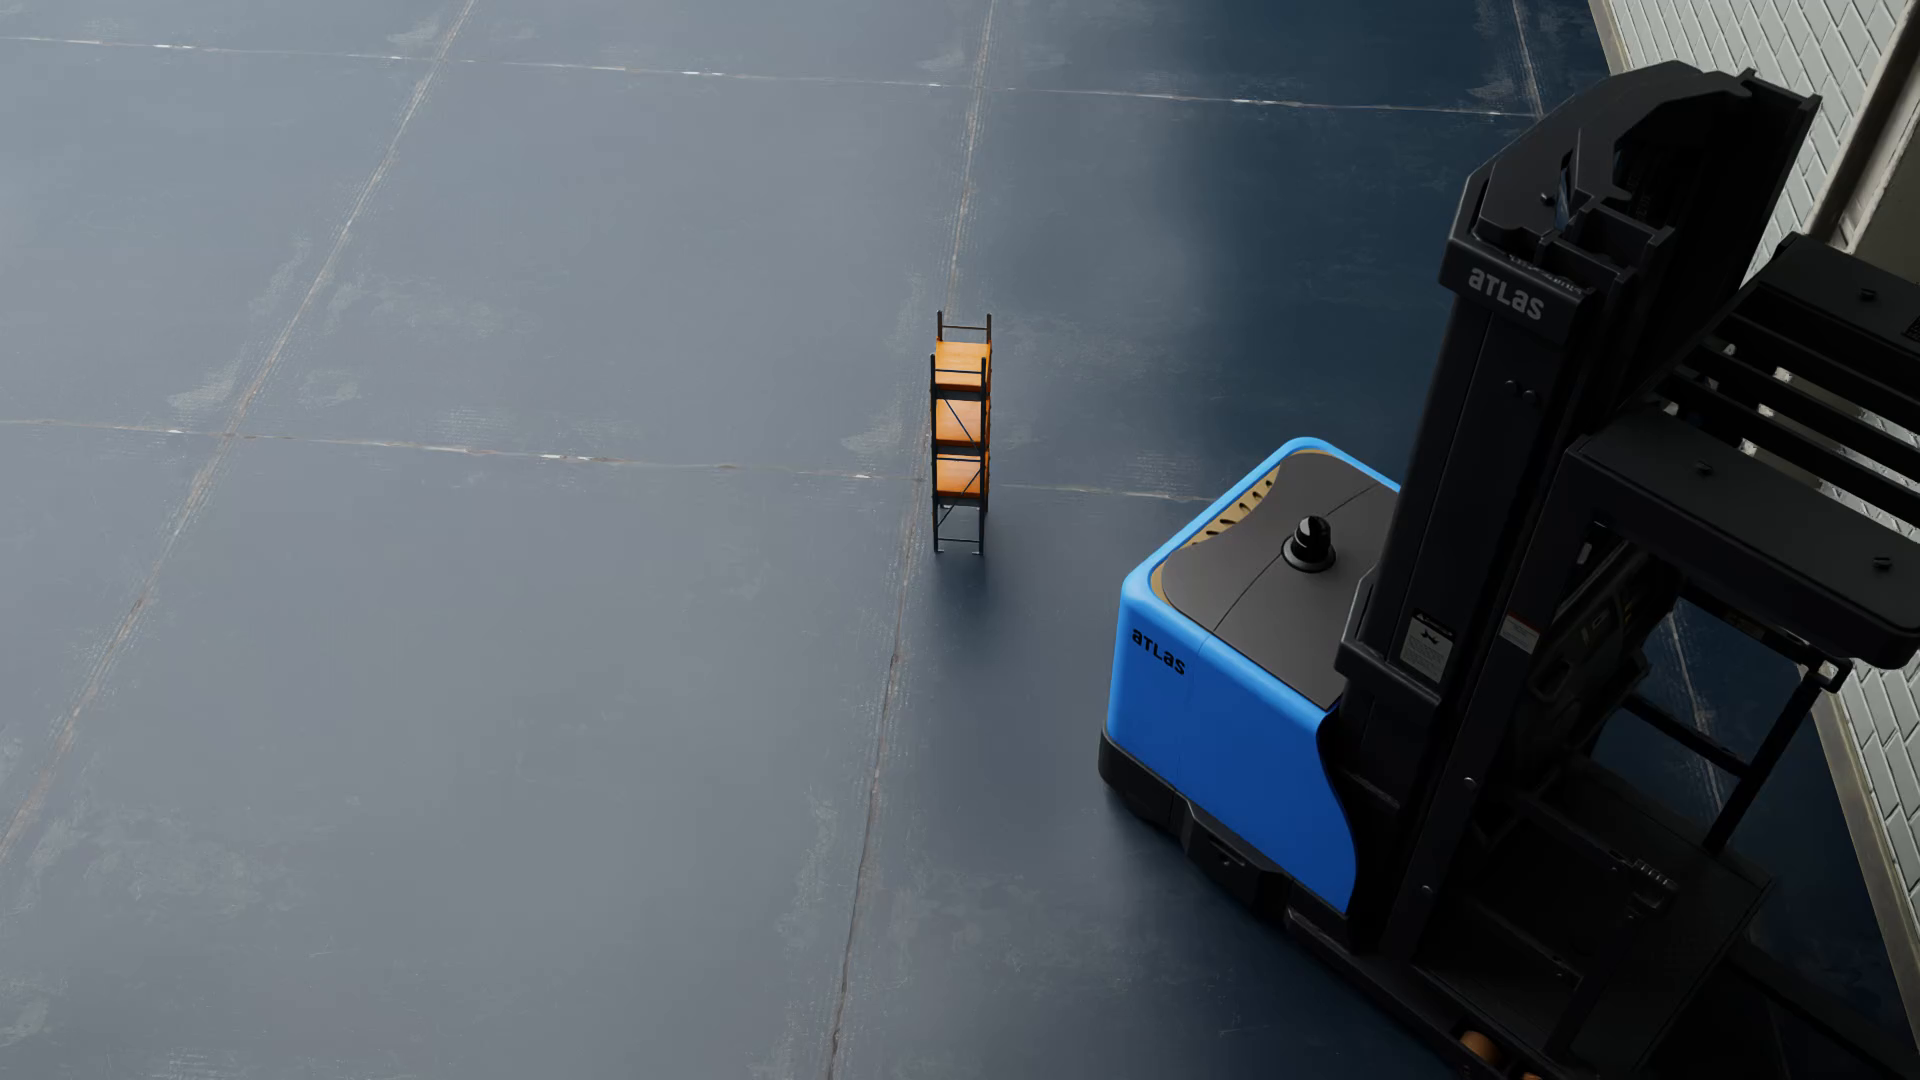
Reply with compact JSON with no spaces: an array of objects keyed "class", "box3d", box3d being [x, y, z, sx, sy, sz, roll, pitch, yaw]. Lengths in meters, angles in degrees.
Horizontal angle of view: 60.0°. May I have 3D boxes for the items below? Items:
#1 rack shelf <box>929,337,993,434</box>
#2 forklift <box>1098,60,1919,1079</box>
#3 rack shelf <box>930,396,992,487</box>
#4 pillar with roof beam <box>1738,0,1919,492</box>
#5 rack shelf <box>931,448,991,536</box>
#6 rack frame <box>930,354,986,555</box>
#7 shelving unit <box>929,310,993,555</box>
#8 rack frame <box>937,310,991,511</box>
[{"class":"rack shelf","box3d":[0.005,-0.578,6.223,0.215,0.259,0.240,4,48,4]},{"class":"forklift","box3d":[1.900,0.371,4.450,3.031,2.935,1.130,36,57,28]},{"class":"rack shelf","box3d":[0.005,-0.387,6.432,0.215,0.259,0.240,4,48,4]},{"class":"pillar with roof beam","box3d":[-1.151,-3.356,3.747,9.100,9.000,0.400,4,48,4]},{"class":"rack shelf","box3d":[0.005,-0.199,6.637,0.215,0.259,0.240,4,48,4]},{"class":"rack frame","box3d":[-0.006,-0.304,6.342,0.200,1.050,0.008,4,48,4]},{"class":"shelving unit","box3d":[0.005,-0.394,6.424,0.215,1.050,0.252,4,48,4]},{"class":"rack frame","box3d":[0.016,-0.483,6.506,0.200,1.050,0.008,4,48,4]}]
